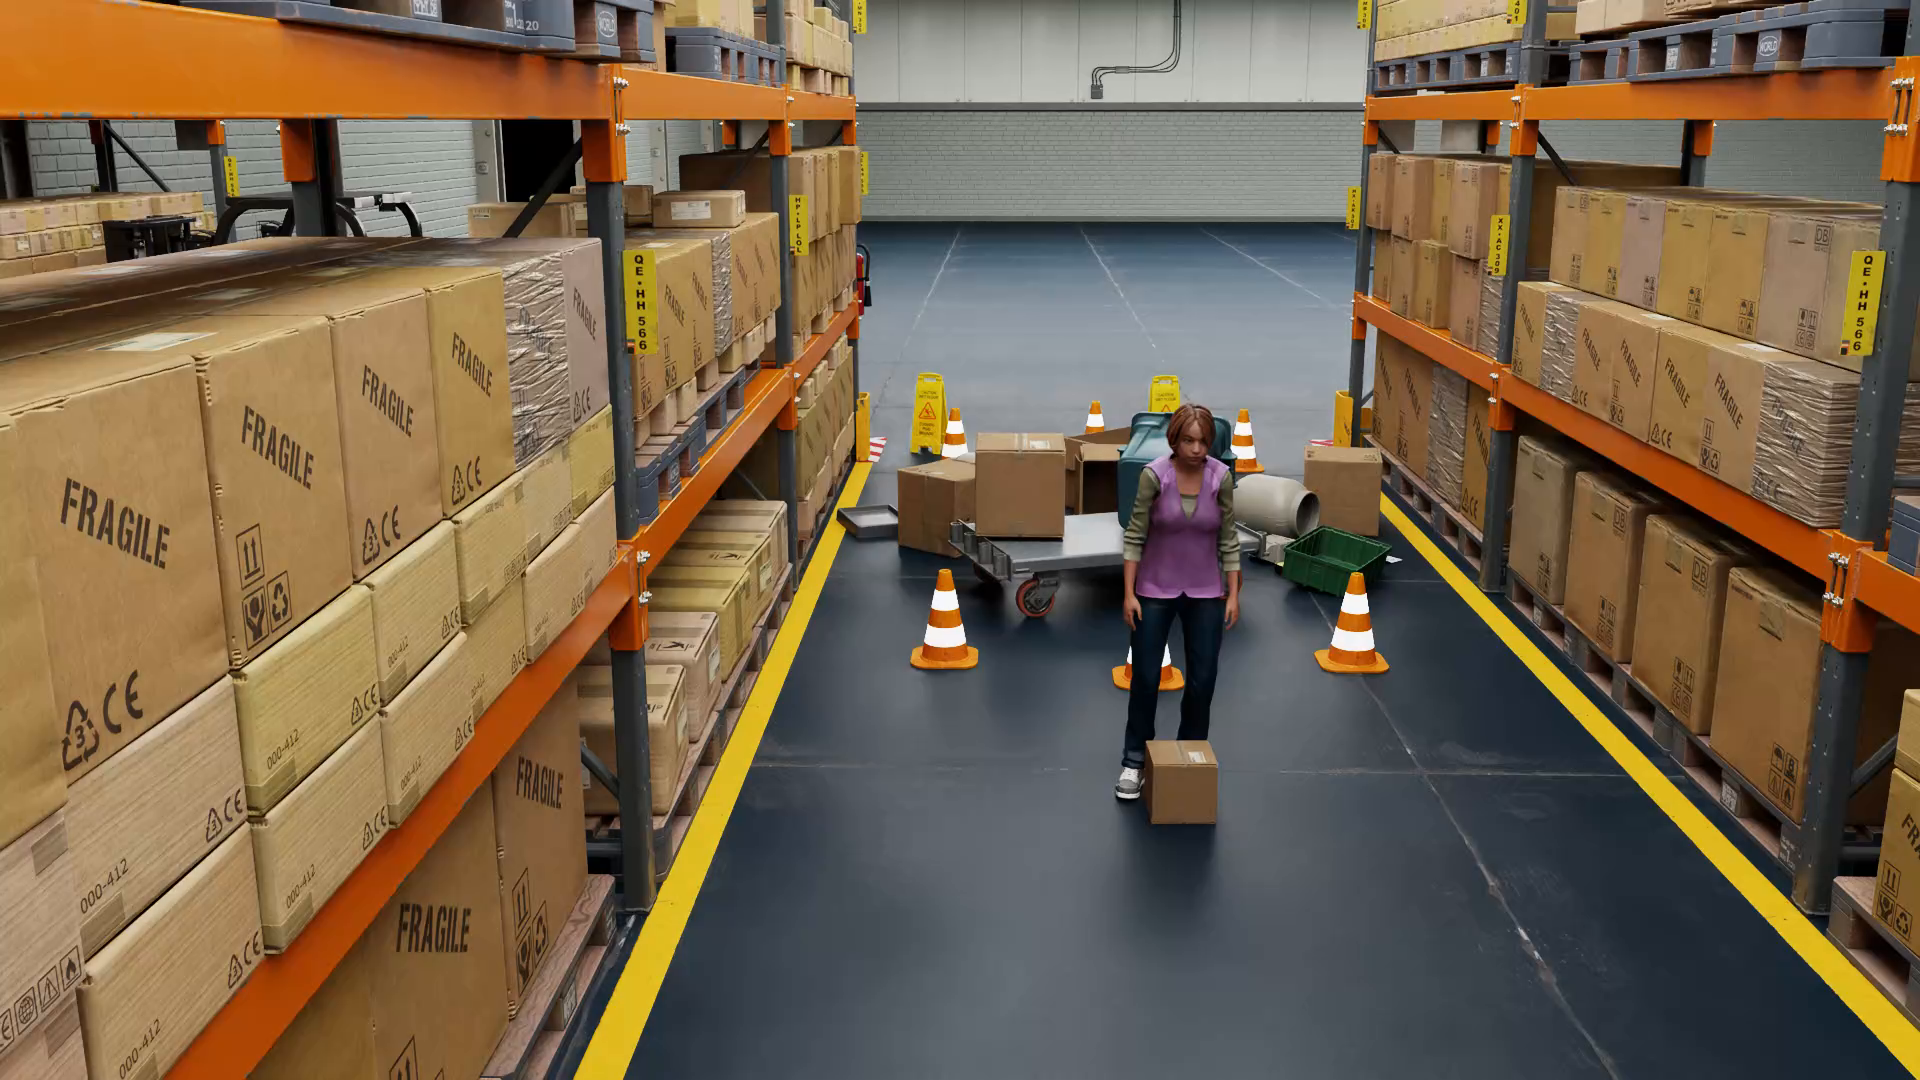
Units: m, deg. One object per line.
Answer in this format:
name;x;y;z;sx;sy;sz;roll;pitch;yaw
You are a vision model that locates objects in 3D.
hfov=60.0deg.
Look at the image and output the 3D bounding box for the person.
person;0.865;0.244;6.580;0.483;1.582;0.340;0;14;-1
